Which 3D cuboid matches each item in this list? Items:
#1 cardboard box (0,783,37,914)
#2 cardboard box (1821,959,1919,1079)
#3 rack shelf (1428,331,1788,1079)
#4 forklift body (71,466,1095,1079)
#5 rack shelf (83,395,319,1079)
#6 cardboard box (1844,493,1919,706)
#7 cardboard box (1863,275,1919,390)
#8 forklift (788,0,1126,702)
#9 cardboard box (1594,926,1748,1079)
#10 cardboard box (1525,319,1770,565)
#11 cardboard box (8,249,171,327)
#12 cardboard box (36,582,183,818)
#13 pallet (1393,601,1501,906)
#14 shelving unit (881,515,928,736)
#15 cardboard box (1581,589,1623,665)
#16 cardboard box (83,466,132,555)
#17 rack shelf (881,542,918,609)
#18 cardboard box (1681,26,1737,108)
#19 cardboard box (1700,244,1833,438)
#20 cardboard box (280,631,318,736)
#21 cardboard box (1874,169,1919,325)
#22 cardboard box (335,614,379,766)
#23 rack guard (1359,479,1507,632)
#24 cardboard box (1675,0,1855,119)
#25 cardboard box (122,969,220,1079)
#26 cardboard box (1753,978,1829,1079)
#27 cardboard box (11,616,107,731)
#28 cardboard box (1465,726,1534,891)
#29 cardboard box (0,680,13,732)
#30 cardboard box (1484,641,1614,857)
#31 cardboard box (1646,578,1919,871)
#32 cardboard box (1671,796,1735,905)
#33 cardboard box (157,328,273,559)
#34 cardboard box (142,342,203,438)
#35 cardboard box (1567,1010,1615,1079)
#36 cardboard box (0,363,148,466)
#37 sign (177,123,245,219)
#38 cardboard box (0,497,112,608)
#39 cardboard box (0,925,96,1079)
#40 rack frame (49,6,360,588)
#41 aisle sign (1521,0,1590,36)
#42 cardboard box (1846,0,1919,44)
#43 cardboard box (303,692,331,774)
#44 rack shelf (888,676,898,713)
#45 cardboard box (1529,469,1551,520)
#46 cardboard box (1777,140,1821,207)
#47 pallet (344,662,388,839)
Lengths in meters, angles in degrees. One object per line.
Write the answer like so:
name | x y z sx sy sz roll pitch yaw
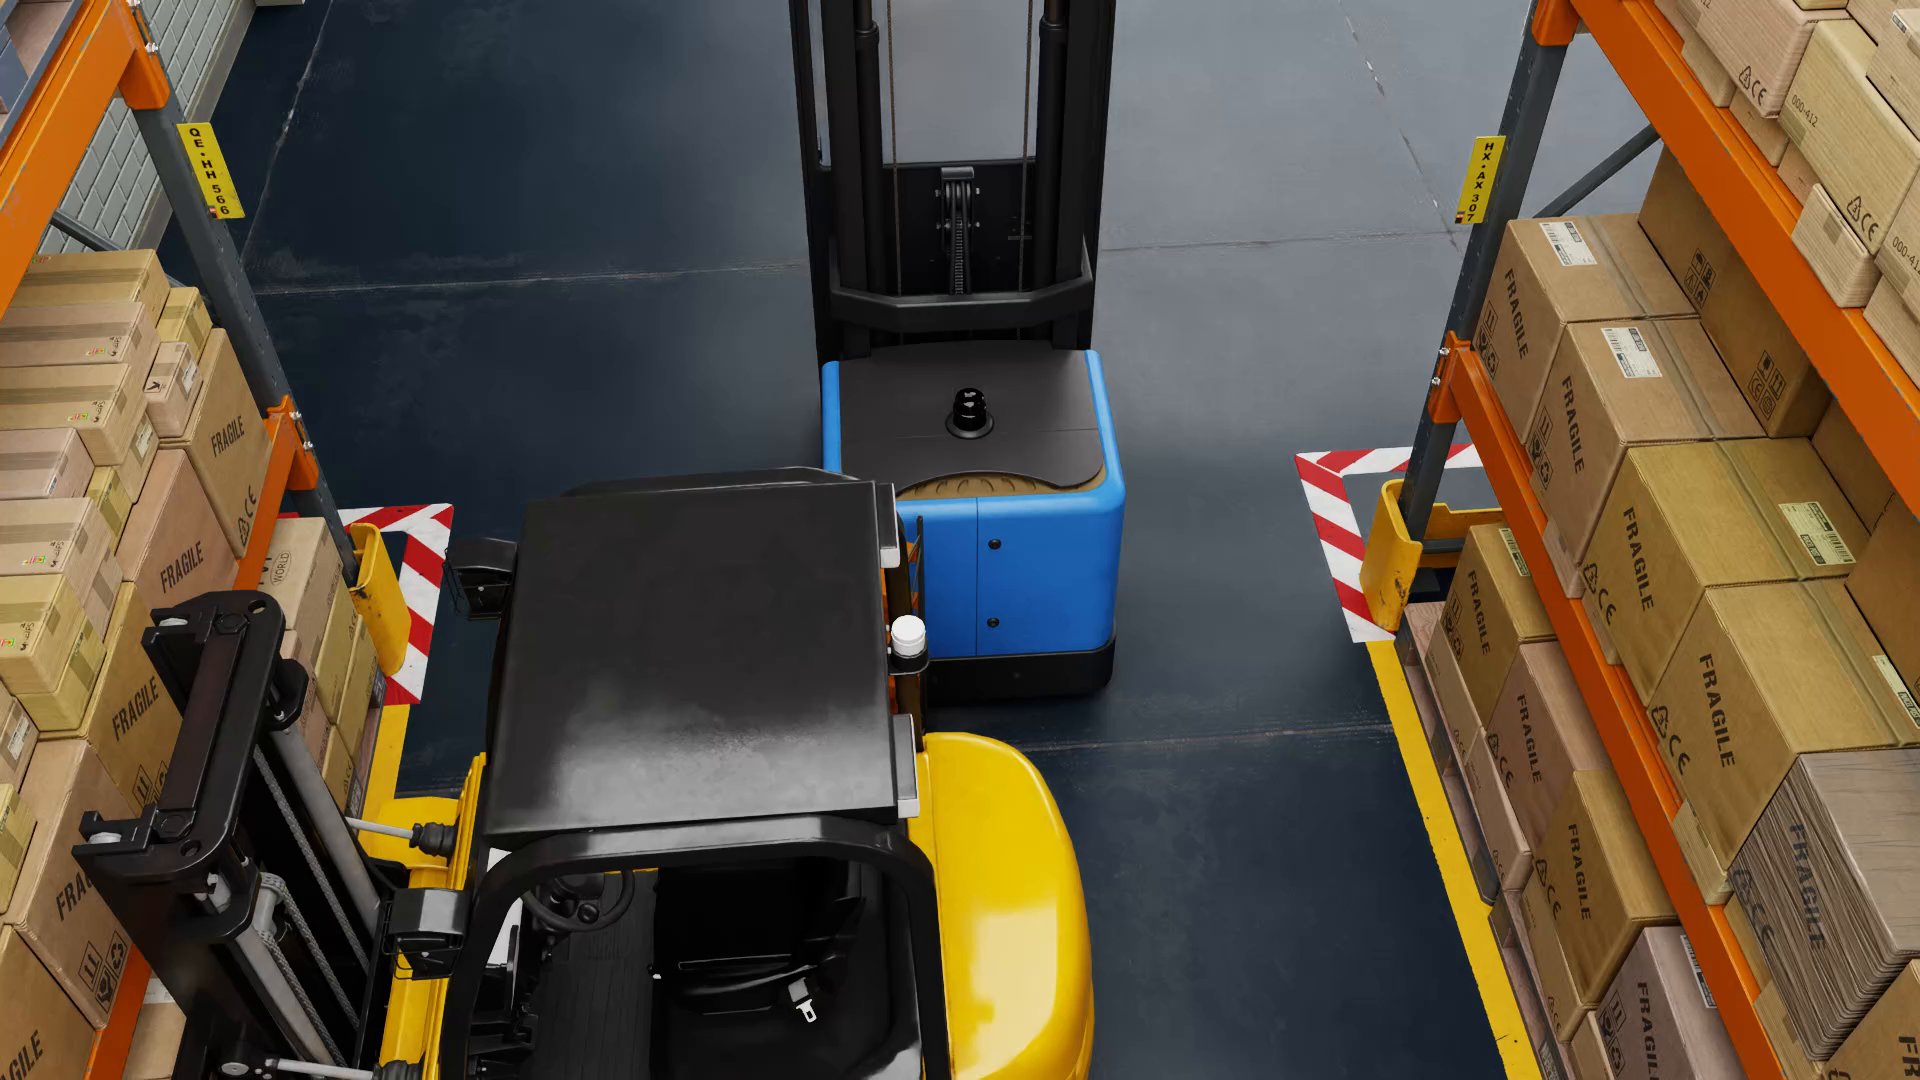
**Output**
cardboard box | -2.282 0.692 3.650 0.380 0.149 0.250 -4 47 -4
cardboard box | 2.203 1.196 3.414 0.500 0.500 0.500 -2 47 -2
rack shelf | 2.370 0.812 4.547 1.077 0.370 4.000 -3 47 -3
forklift body | -0.766 0.975 4.482 2.313 2.155 1.214 -3 47 -3
rack shelf | -2.576 1.116 4.259 1.077 0.370 4.000 -3 47 -3
cardboard box | 2.547 0.092 3.771 0.700 0.500 0.500 -4 47 -4
cardboard box | 2.082 -0.445 3.349 0.380 0.149 0.250 -5 47 -4
forklift | -0.042 -1.460 6.250 1.130 2.935 3.031 -3 47 -3
cardboard box | 2.133 1.406 4.577 0.500 0.500 0.500 -1 47 -1
cardboard box | 2.013 -0.285 4.817 0.500 0.500 0.500 -2 47 -2
cardboard box | -2.503 -0.692 4.755 0.380 0.149 0.250 -3 47 -3
cardboard box | -2.363 0.474 4.303 0.500 0.500 0.500 -4 47 -4
pallet | 2.242 0.721 6.058 1.003 0.211 1.213 -3 47 -3
shelving unit | -0.395 0.352 5.726 0.503 1.200 0.258 15 48 14
cardboard box | 2.032 0.212 4.792 0.380 0.149 0.250 -2 47 -2
cardboard box | -2.414 -0.047 4.350 0.380 0.149 0.250 -4 47 -4
rack shelf | -0.395 0.082 5.441 0.480 0.148 0.258 15 48 14
cardboard box | 2.006 -1.190 4.054 0.380 0.149 0.250 -2 47 -2
cardboard box | 2.498 -0.640 4.464 0.700 0.500 0.500 -3 47 -3
cardboard box | -2.345 0.562 5.204 0.500 0.250 0.500 -3 47 -3
cardboard box | 2.103 -0.476 3.104 0.500 0.250 0.500 -3 47 -2
cardboard box | -2.389 0.544 5.910 0.500 0.250 0.500 -3 47 -3
rack guard | 2.209 0.032 6.512 1.175 0.500 0.348 -3 47 -3
cardboard box | 2.012 -1.220 3.808 0.500 0.250 0.500 -4 47 -4
cardboard box | -2.258 1.294 4.511 0.500 0.250 0.500 -4 47 -4
cardboard box | 2.119 1.149 3.905 0.380 0.149 0.250 -4 47 -4
cardboard box | -2.303 0.325 3.997 0.380 0.149 0.250 -3 47 -3
cardboard box | 2.030 0.889 5.583 0.500 0.250 0.500 -2 47 -2
cardboard box | -2.369 0.418 3.704 0.380 0.149 0.250 -3 47 -3
cardboard box | 2.045 0.656 5.287 0.500 0.500 0.500 -5 47 -5
cardboard box | 2.107 0.451 4.120 0.500 0.500 0.500 -4 47 -4
cardboard box | 2.069 0.778 4.257 0.380 0.149 0.250 -3 47 -3
cardboard box | -2.440 -0.272 5.010 0.500 0.500 0.500 -4 47 -4
cardboard box | -2.384 -0.419 4.701 0.380 0.149 0.250 -3 47 -3
cardboard box | 2.128 1.648 4.864 0.500 0.250 0.500 -3 47 -3
cardboard box | -2.403 -0.327 4.410 0.380 0.149 0.250 -3 47 -2
sign | -2.201 -1.081 4.883 0.100 0.325 0.005 -3 47 -3
cardboard box | -2.323 0.039 4.063 0.380 0.149 0.250 -2 47 -2
cardboard box | -2.289 1.202 3.613 0.500 0.500 0.500 -4 47 -4
rack frame | -2.743 -0.578 5.368 1.000 3.000 0.127 -3 47 -3
aisle sign | 1.889 -1.802 4.737 0.394 0.787 0.004 -3 47 -3
cardboard box | 2.089 -1.107 3.427 0.380 0.149 0.250 -4 47 -3
cardboard box | -2.360 0.748 5.373 0.500 0.250 0.500 -4 47 -4
rack shelf | -0.395 0.399 5.775 0.480 0.148 0.258 15 48 14
cardboard box | 2.002 -0.159 5.144 0.380 0.149 0.250 -5 47 -5
cardboard box | 2.078 -0.820 3.704 0.380 0.149 0.250 -5 47 -5
pallet | -2.637 0.931 5.859 1.003 0.211 1.213 -3 47 -3
